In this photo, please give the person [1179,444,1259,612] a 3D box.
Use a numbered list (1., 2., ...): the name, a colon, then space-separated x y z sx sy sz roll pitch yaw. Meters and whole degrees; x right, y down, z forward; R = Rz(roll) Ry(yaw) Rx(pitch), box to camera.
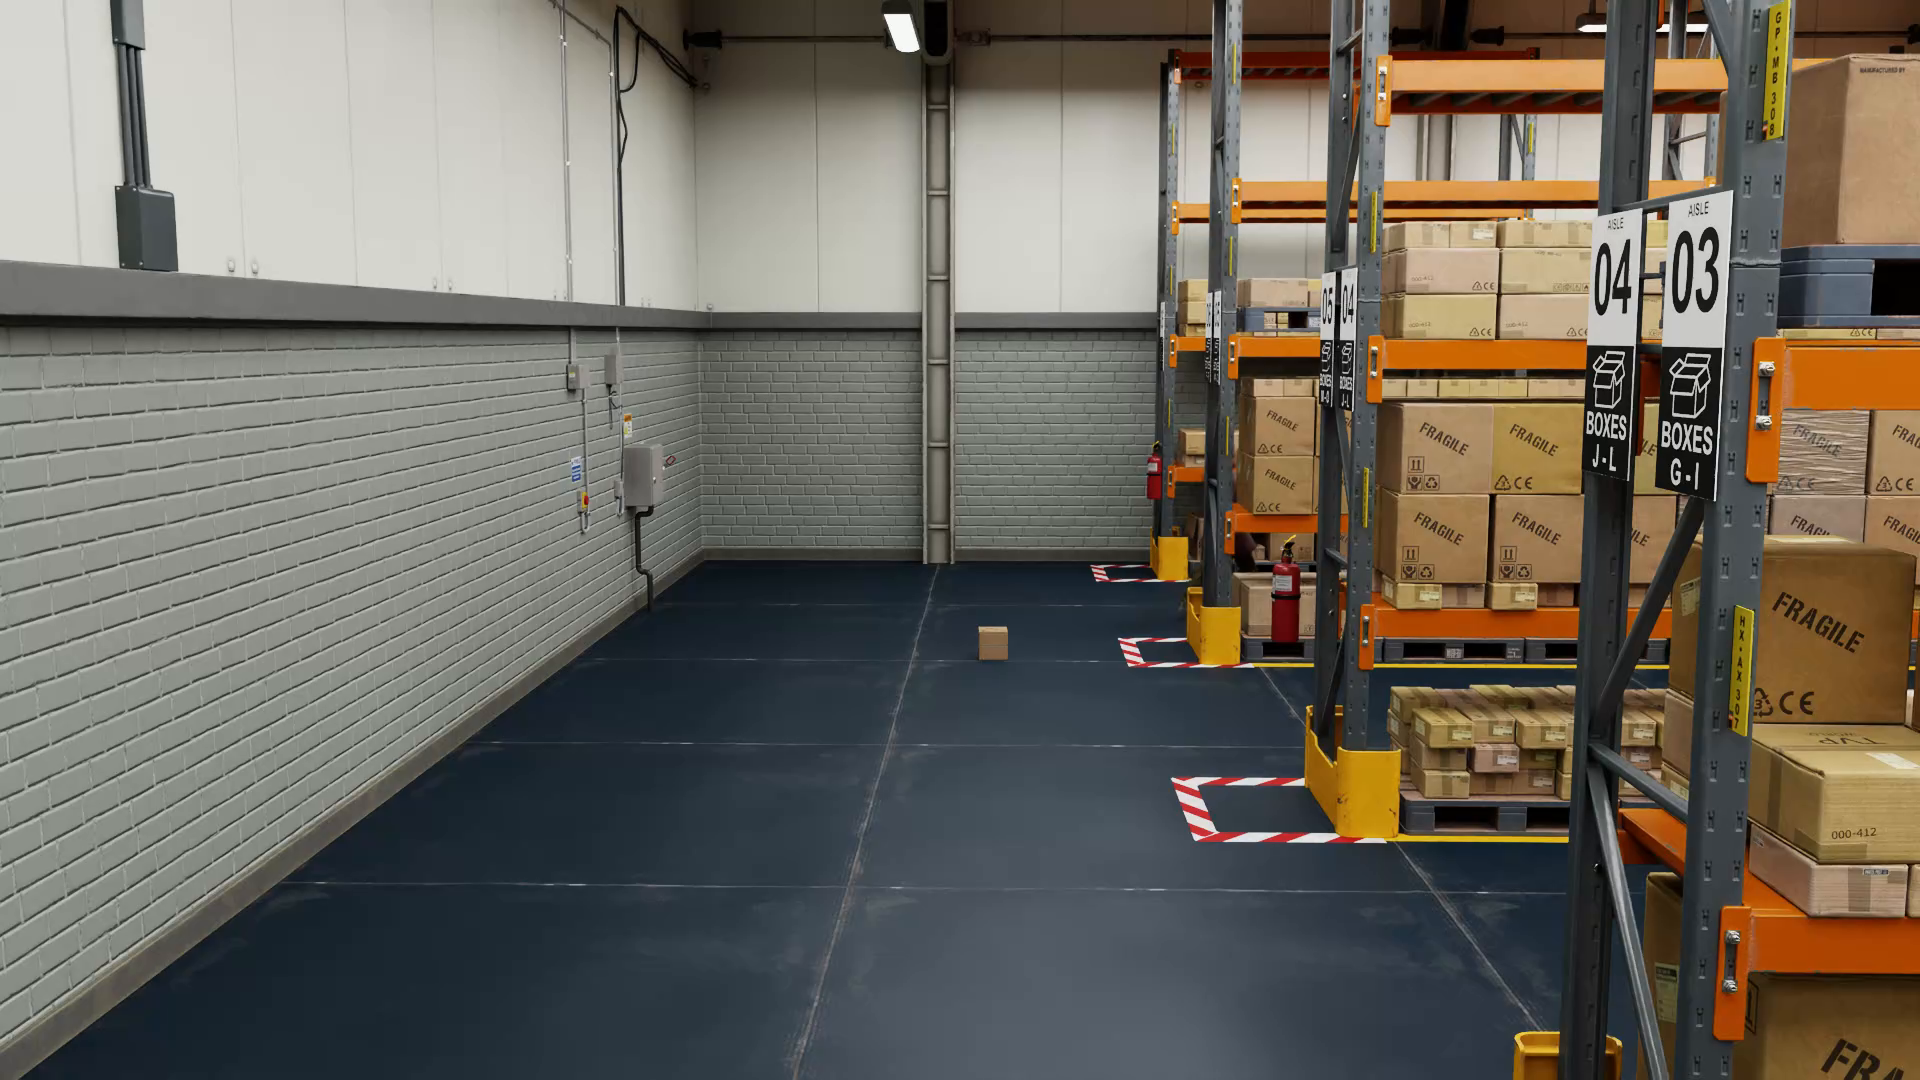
1. person: 2.716 -0.103 16.625 1.083 1.733 0.643 -3 8 -20
